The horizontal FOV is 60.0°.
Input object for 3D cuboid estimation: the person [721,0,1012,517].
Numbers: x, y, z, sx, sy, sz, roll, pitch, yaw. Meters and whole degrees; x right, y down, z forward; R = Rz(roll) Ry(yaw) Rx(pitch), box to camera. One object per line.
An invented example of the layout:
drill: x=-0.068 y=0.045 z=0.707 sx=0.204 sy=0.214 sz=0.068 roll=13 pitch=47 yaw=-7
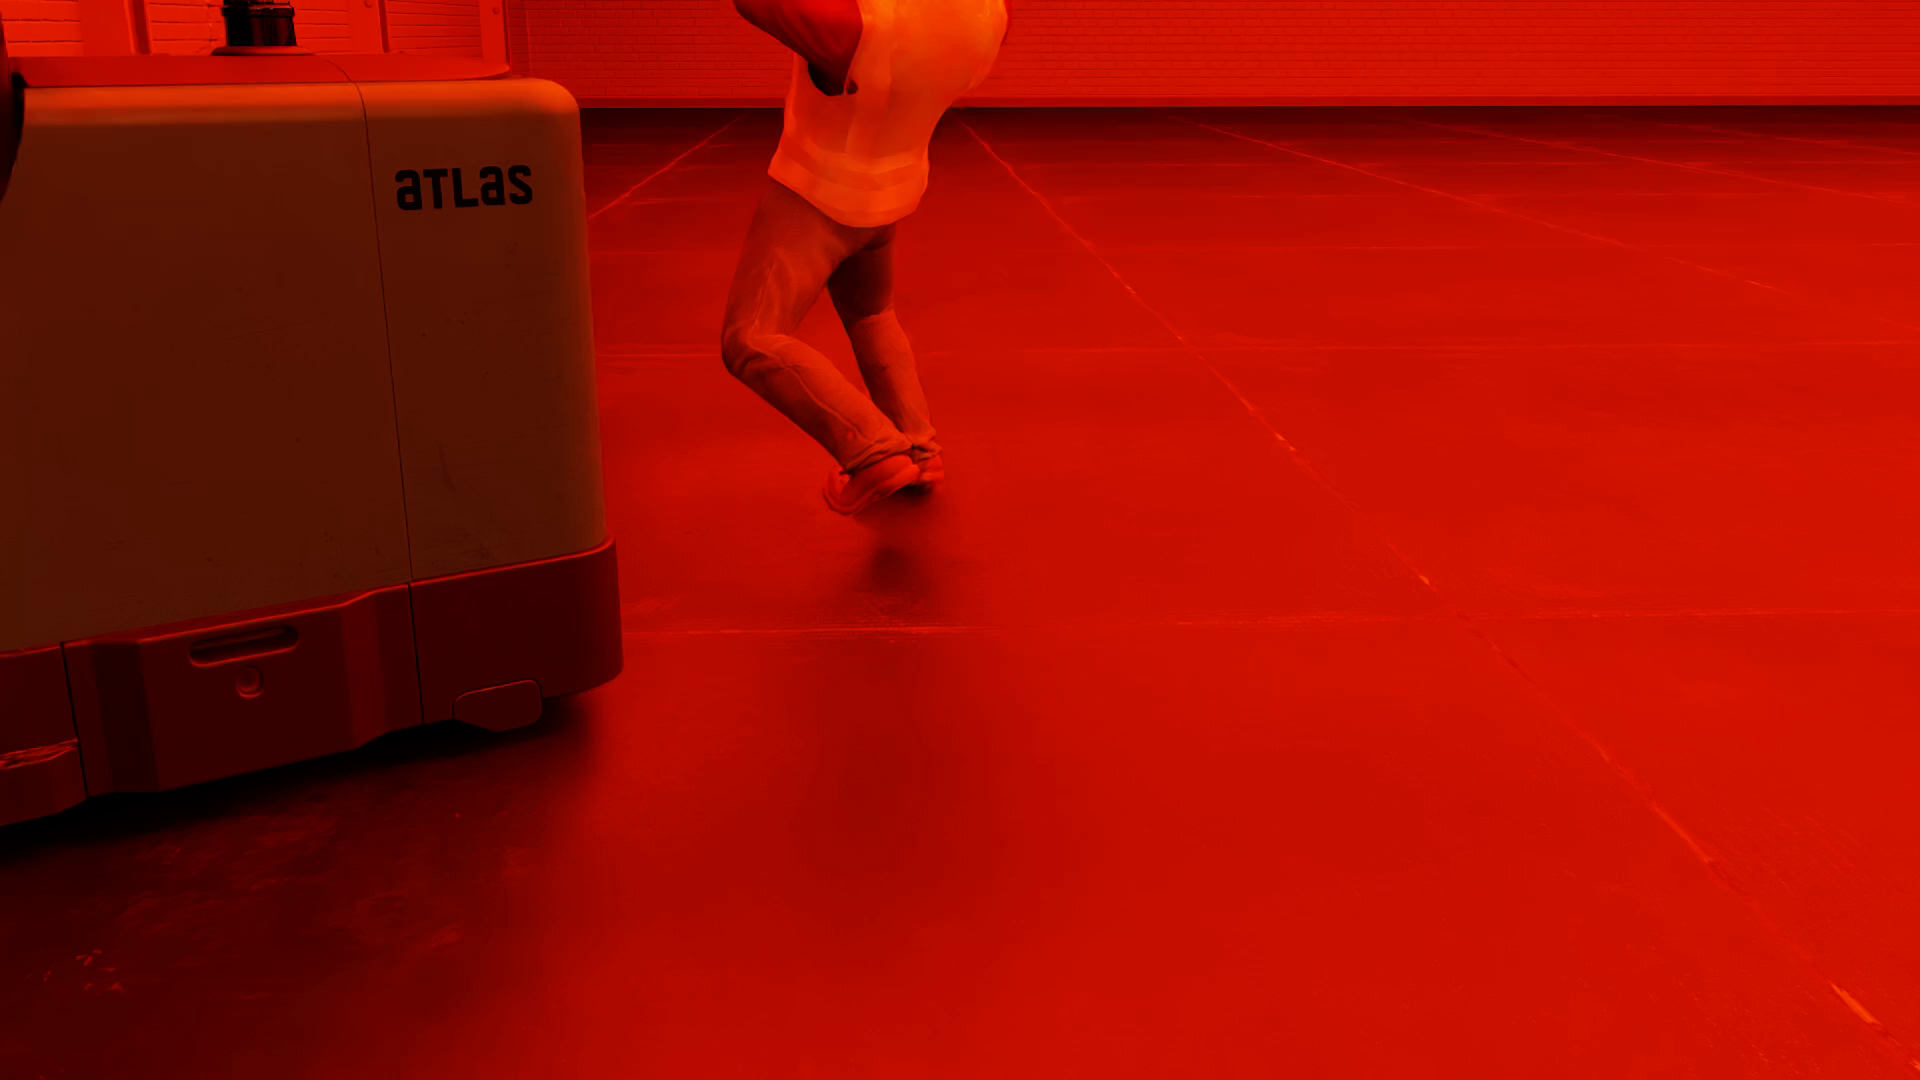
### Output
person: x=-0.162 y=-0.885 z=4.140 sx=0.750 sy=1.524 sz=1.117 roll=9 pitch=19 yaw=27

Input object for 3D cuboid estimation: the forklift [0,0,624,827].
forklift: x=-2.105 y=-0.978 z=2.106 sx=3.031 sy=2.935 sz=1.130 roll=-11 pitch=20 yaw=-32
